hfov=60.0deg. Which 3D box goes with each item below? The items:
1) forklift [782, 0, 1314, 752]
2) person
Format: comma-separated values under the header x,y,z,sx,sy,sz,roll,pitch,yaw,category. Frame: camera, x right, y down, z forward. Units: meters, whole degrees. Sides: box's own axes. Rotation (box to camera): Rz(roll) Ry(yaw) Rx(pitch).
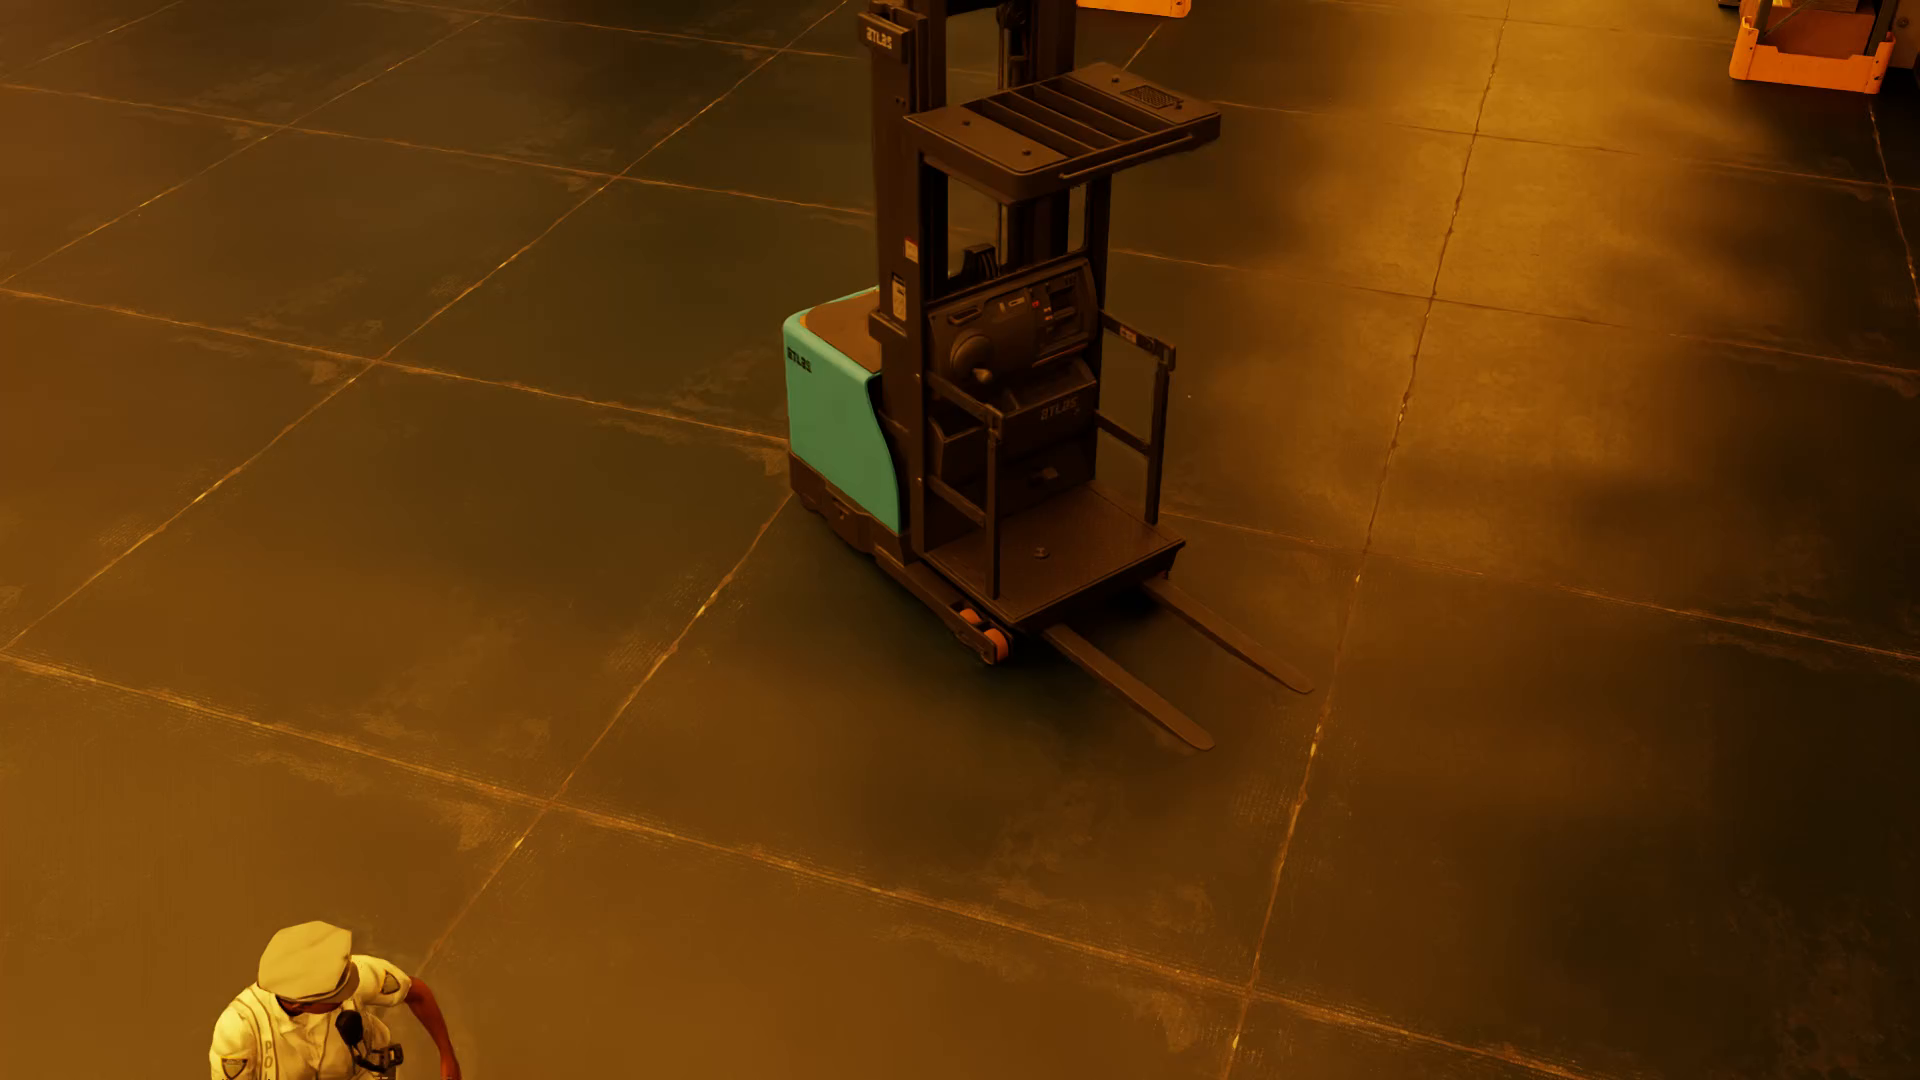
x,y,z,sx,sy,sz,roll,pitch,yaw,category
0.380,-0.936,7.432,1.130,2.935,3.031,-24,42,-30,forklift
-1.924,1.638,5.100,0.746,1.455,0.619,-8,36,-11,person
